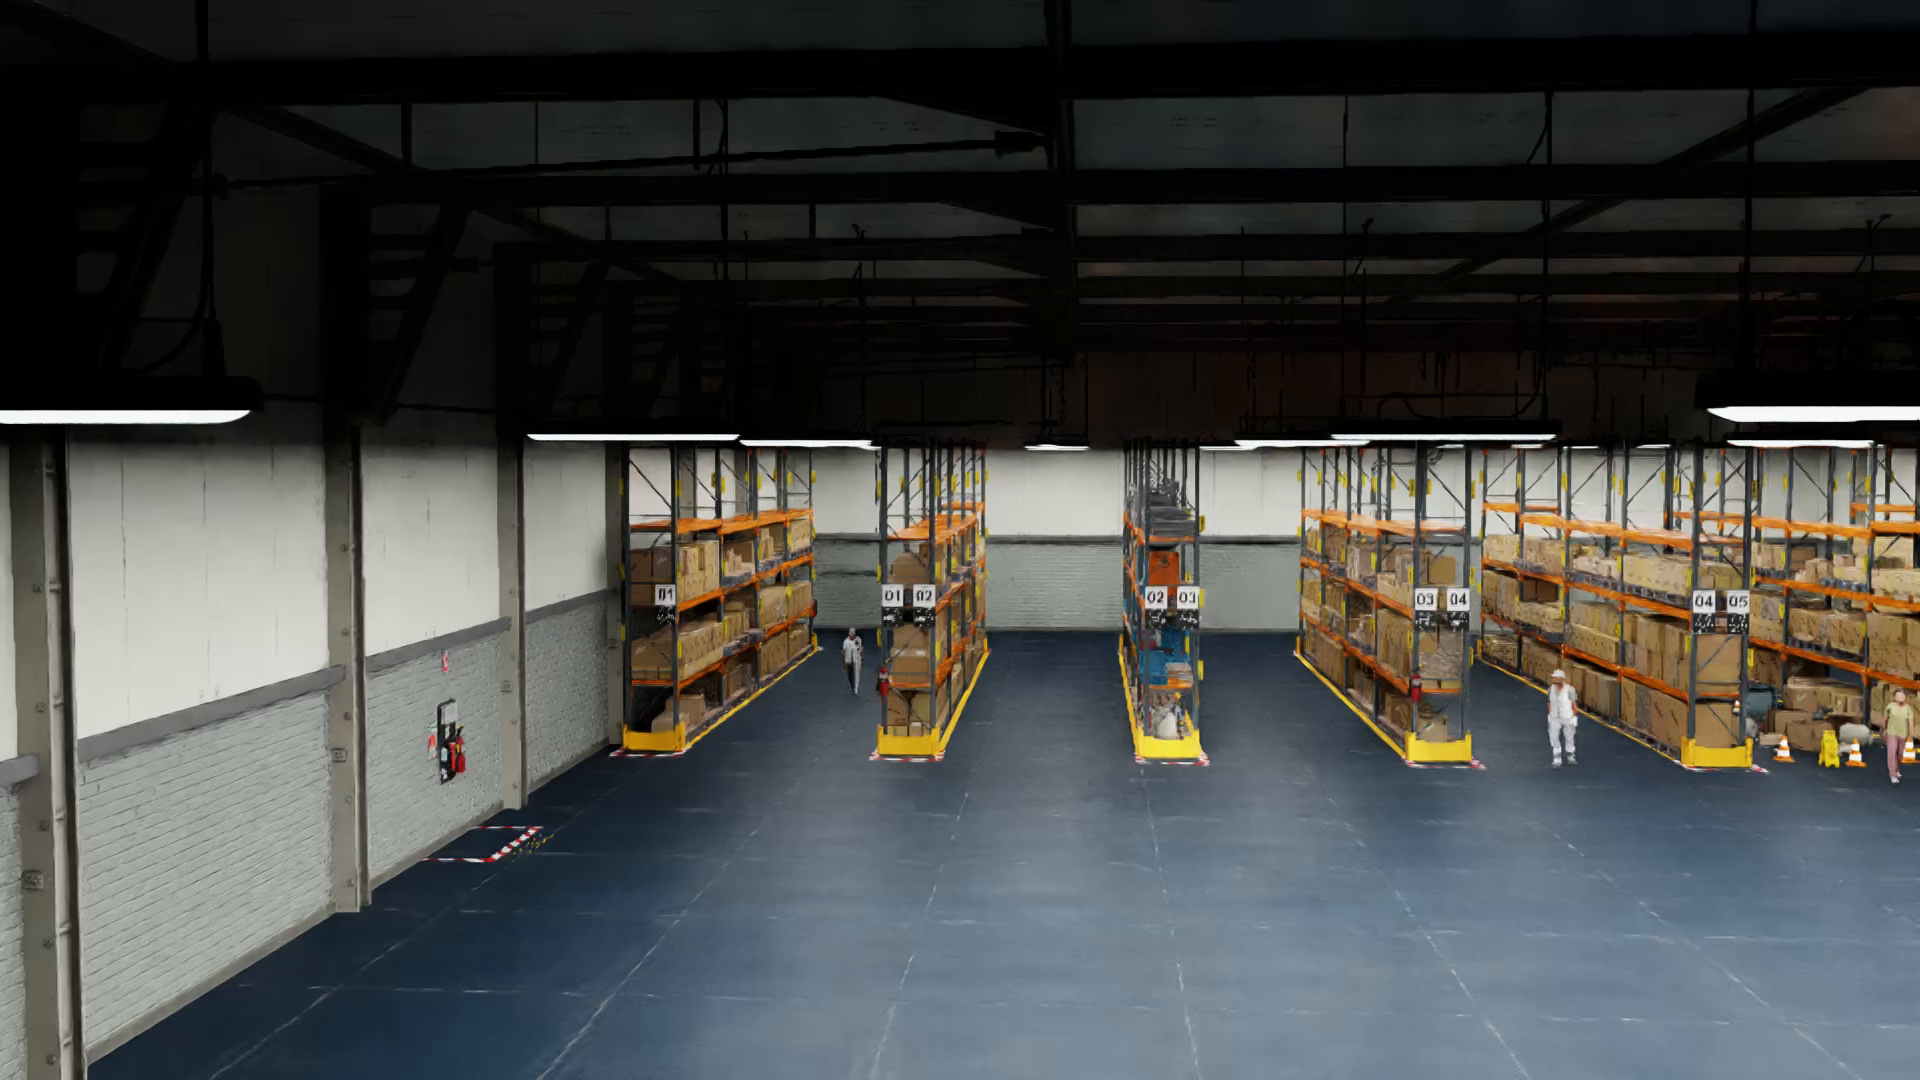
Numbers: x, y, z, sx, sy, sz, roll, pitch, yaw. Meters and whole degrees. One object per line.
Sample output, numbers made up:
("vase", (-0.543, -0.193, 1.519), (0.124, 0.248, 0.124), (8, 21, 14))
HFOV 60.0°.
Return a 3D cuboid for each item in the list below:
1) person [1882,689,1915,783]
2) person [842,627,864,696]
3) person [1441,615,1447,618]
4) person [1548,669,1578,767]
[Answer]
("person", (16.229, 3.362, 28.737), (0.448, 1.601, 1.006), (1, 3, 14))
("person", (-2.521, 2.827, 39.083), (0.497, 1.583, 1.090), (0, 3, 6))
("person", (13.359, 2.438, 45.888), (0.625, 1.667, 0.692), (0, 3, -4))
("person", (10.945, 3.225, 30.181), (0.571, 1.776, 0.577), (3, 4, 41))
